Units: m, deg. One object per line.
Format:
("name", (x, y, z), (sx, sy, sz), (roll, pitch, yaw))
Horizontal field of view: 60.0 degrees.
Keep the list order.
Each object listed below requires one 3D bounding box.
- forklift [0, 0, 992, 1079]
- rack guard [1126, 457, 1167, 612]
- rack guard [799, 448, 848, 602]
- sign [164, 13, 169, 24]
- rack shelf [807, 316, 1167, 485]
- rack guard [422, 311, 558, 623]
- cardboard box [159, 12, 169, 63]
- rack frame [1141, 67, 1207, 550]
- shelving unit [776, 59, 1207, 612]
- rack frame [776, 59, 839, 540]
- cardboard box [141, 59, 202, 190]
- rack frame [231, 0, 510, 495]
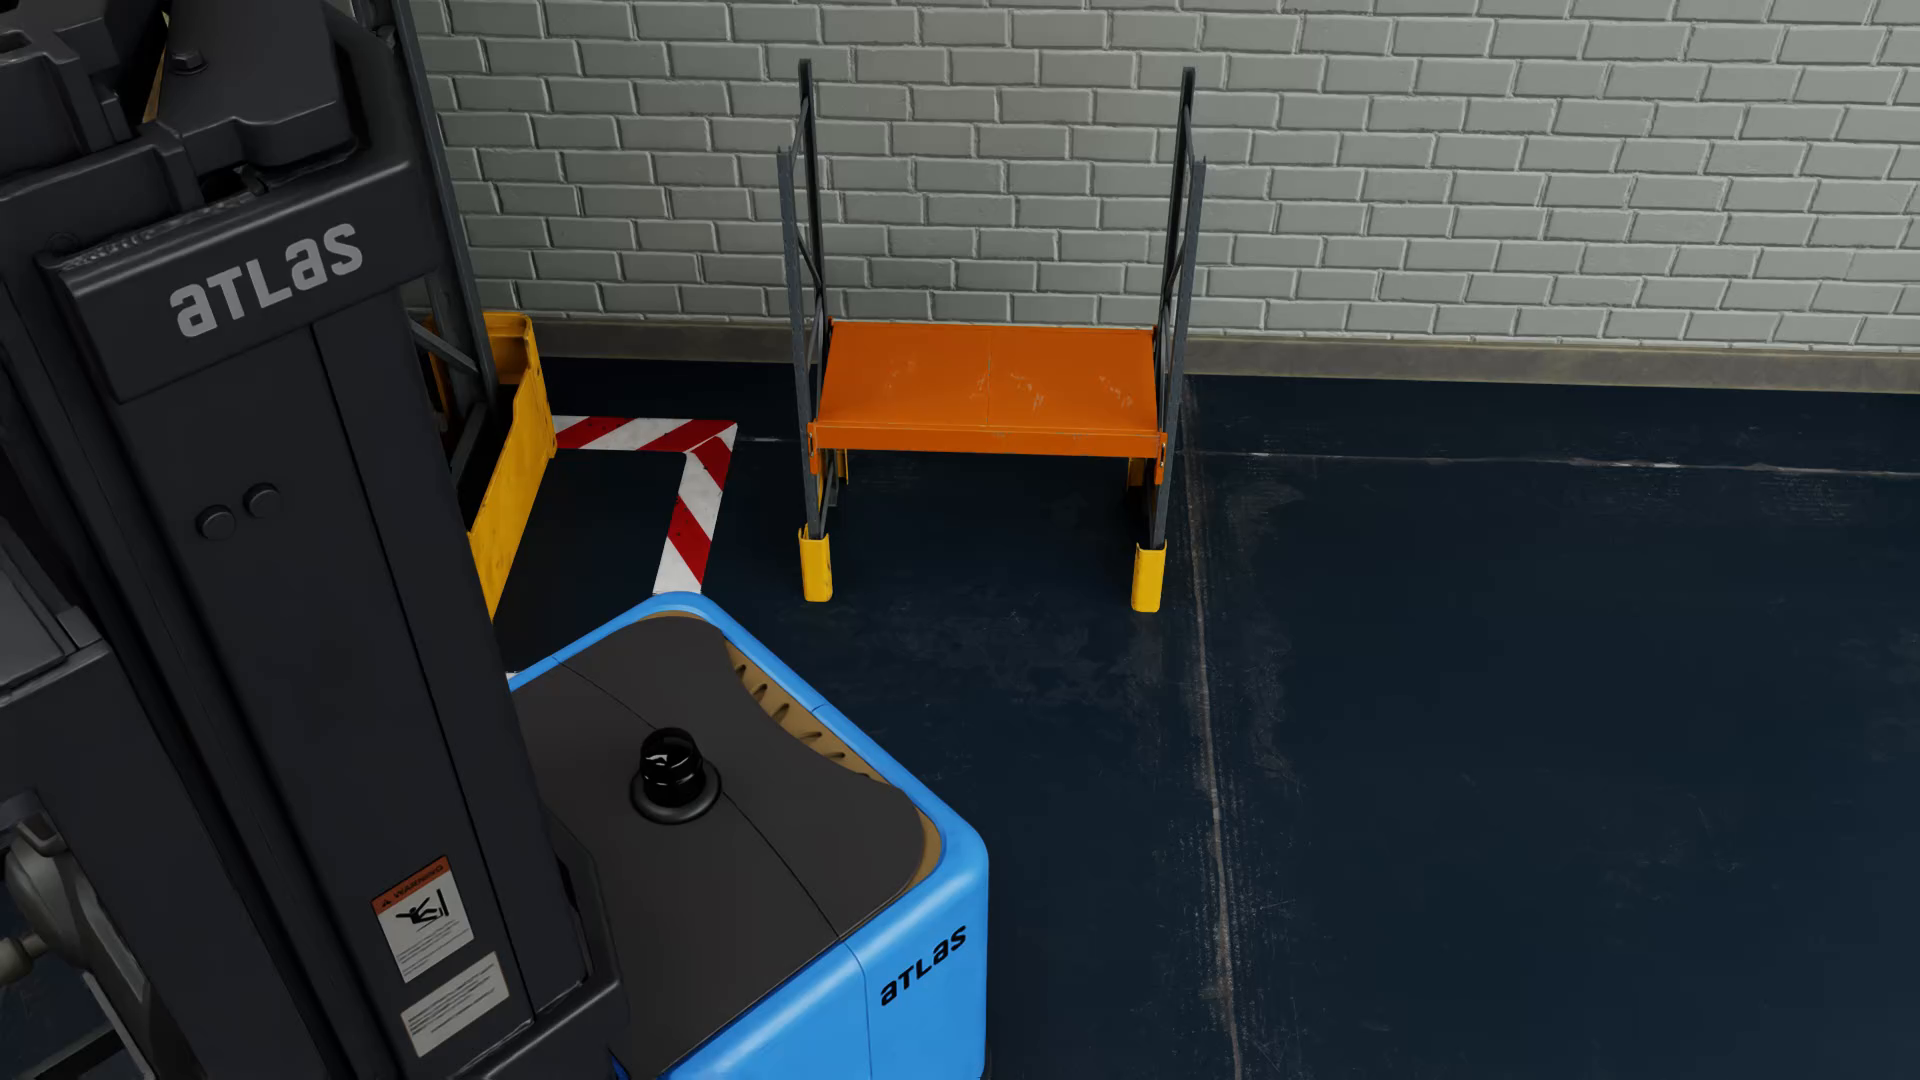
("forklift", (-1.356, 0.719, 2.328), (3.031, 2.935, 1.130), (-32, 52, -30))
("rack guard", (0.574, -0.074, 5.146), (0.087, 0.250, 0.587), (2, 43, 2))
("rack guard", (-0.421, -0.104, 5.179), (0.087, 0.250, 0.587), (2, 43, 2))
("sign", (-1.611, -1.204, 3.318), (0.005, 0.325, 0.100), (2, 43, 2))
("rack shelf", (0.085, -0.415, 4.859), (1.000, 0.185, 0.538), (2, 43, 2))
("rack guard", (-1.548, -0.147, 5.041), (0.348, 0.500, 1.175), (2, 43, 2))
("cardboard box", (-1.931, -1.156, 3.741), (0.250, 0.149, 0.380), (2, 43, 3))
("rack frame", (0.593, -0.531, 4.719), (0.032, 1.500, 0.500), (2, 43, 2))
("shelving unit", (0.076, -0.546, 4.736), (1.083, 1.500, 0.587), (2, 43, 2))
("rack frame", (-0.423, -0.562, 4.753), (0.032, 1.500, 0.500), (2, 43, 2))
("cardboard box", (-2.076, -0.935, 3.980), (0.500, 0.500, 0.500), (1, 43, 1))
("rack frame", (-1.572, -1.062, 4.190), (0.127, 3.000, 1.000), (2, 43, 2))
